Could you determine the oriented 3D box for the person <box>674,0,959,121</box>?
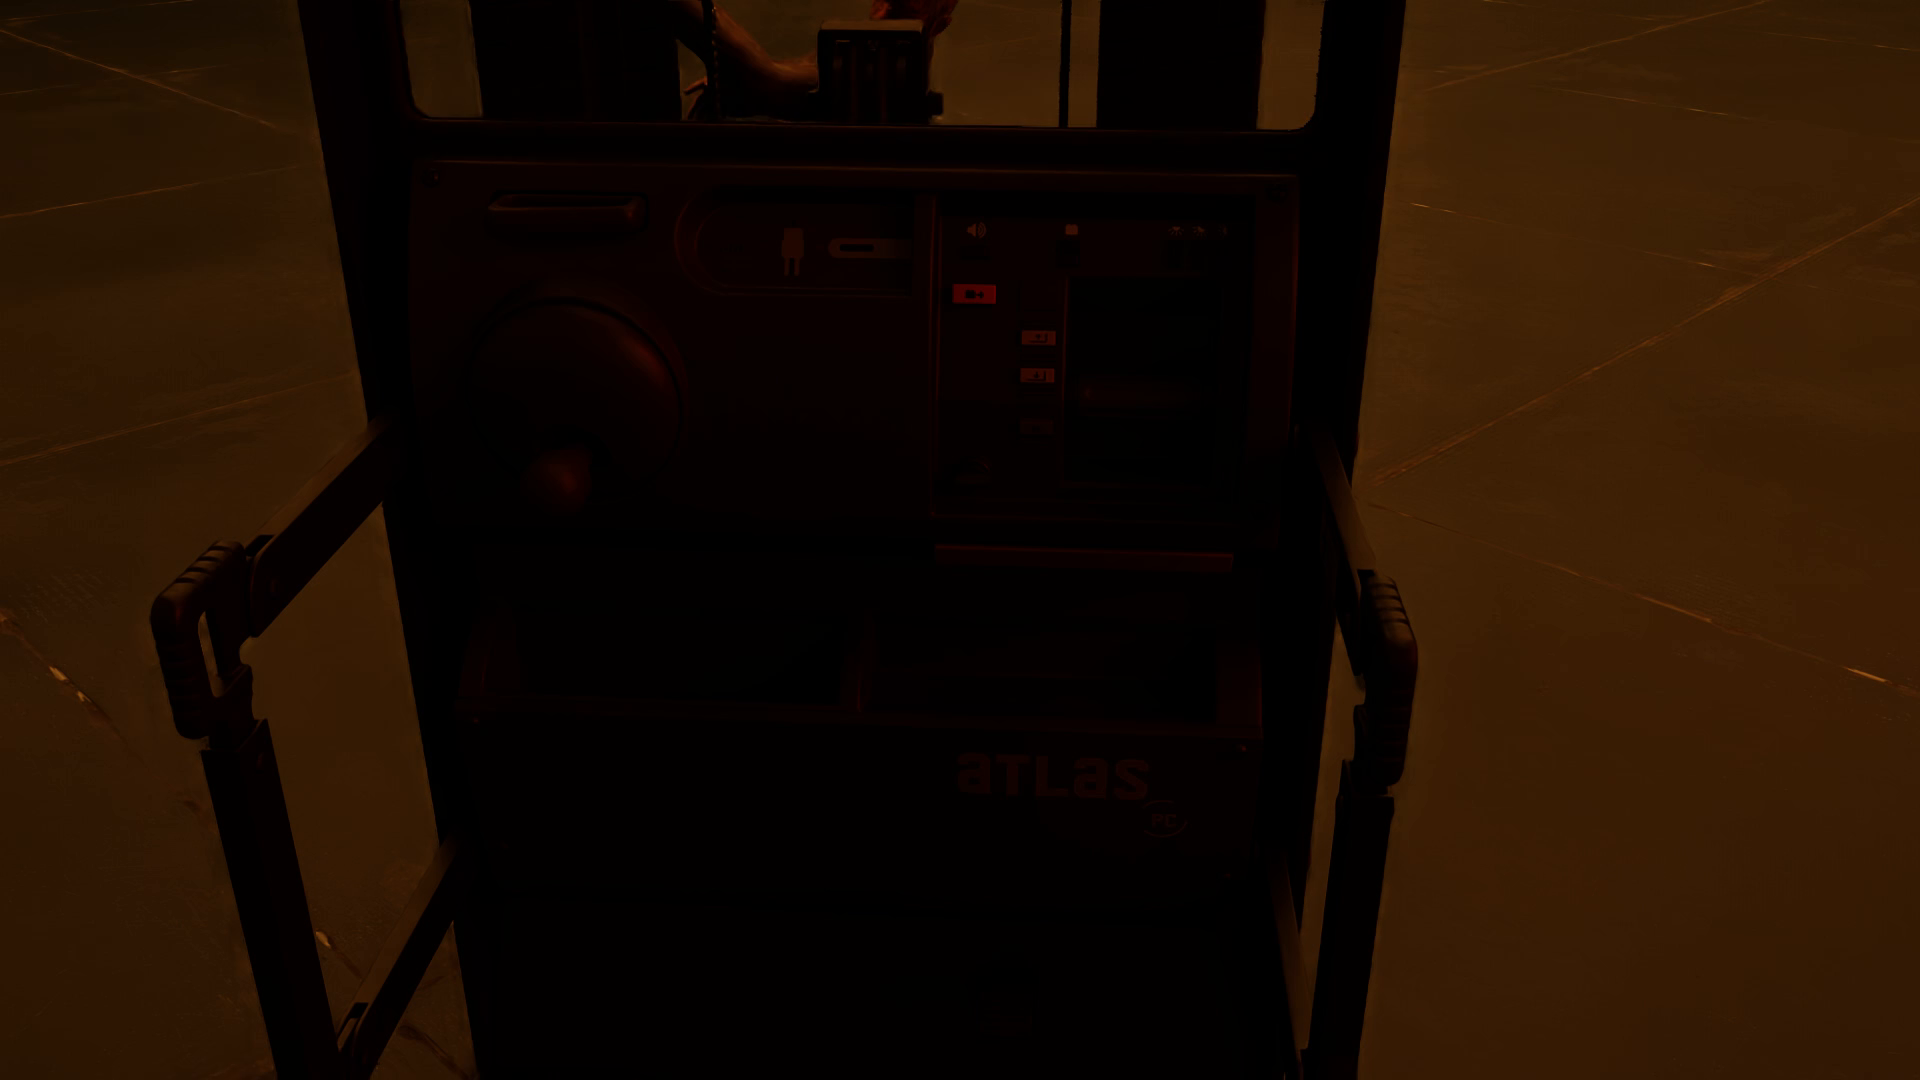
[{"bbox_3d":[-0.451,-0.759,4.322,0.835,1.537,1.065,-11,28,-22],"label":"person"}]

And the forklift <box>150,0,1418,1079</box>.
[{"bbox_3d":[-0.131,-0.168,1.557,1.130,2.935,3.031,2,26,4],"label":"forklift"}]
